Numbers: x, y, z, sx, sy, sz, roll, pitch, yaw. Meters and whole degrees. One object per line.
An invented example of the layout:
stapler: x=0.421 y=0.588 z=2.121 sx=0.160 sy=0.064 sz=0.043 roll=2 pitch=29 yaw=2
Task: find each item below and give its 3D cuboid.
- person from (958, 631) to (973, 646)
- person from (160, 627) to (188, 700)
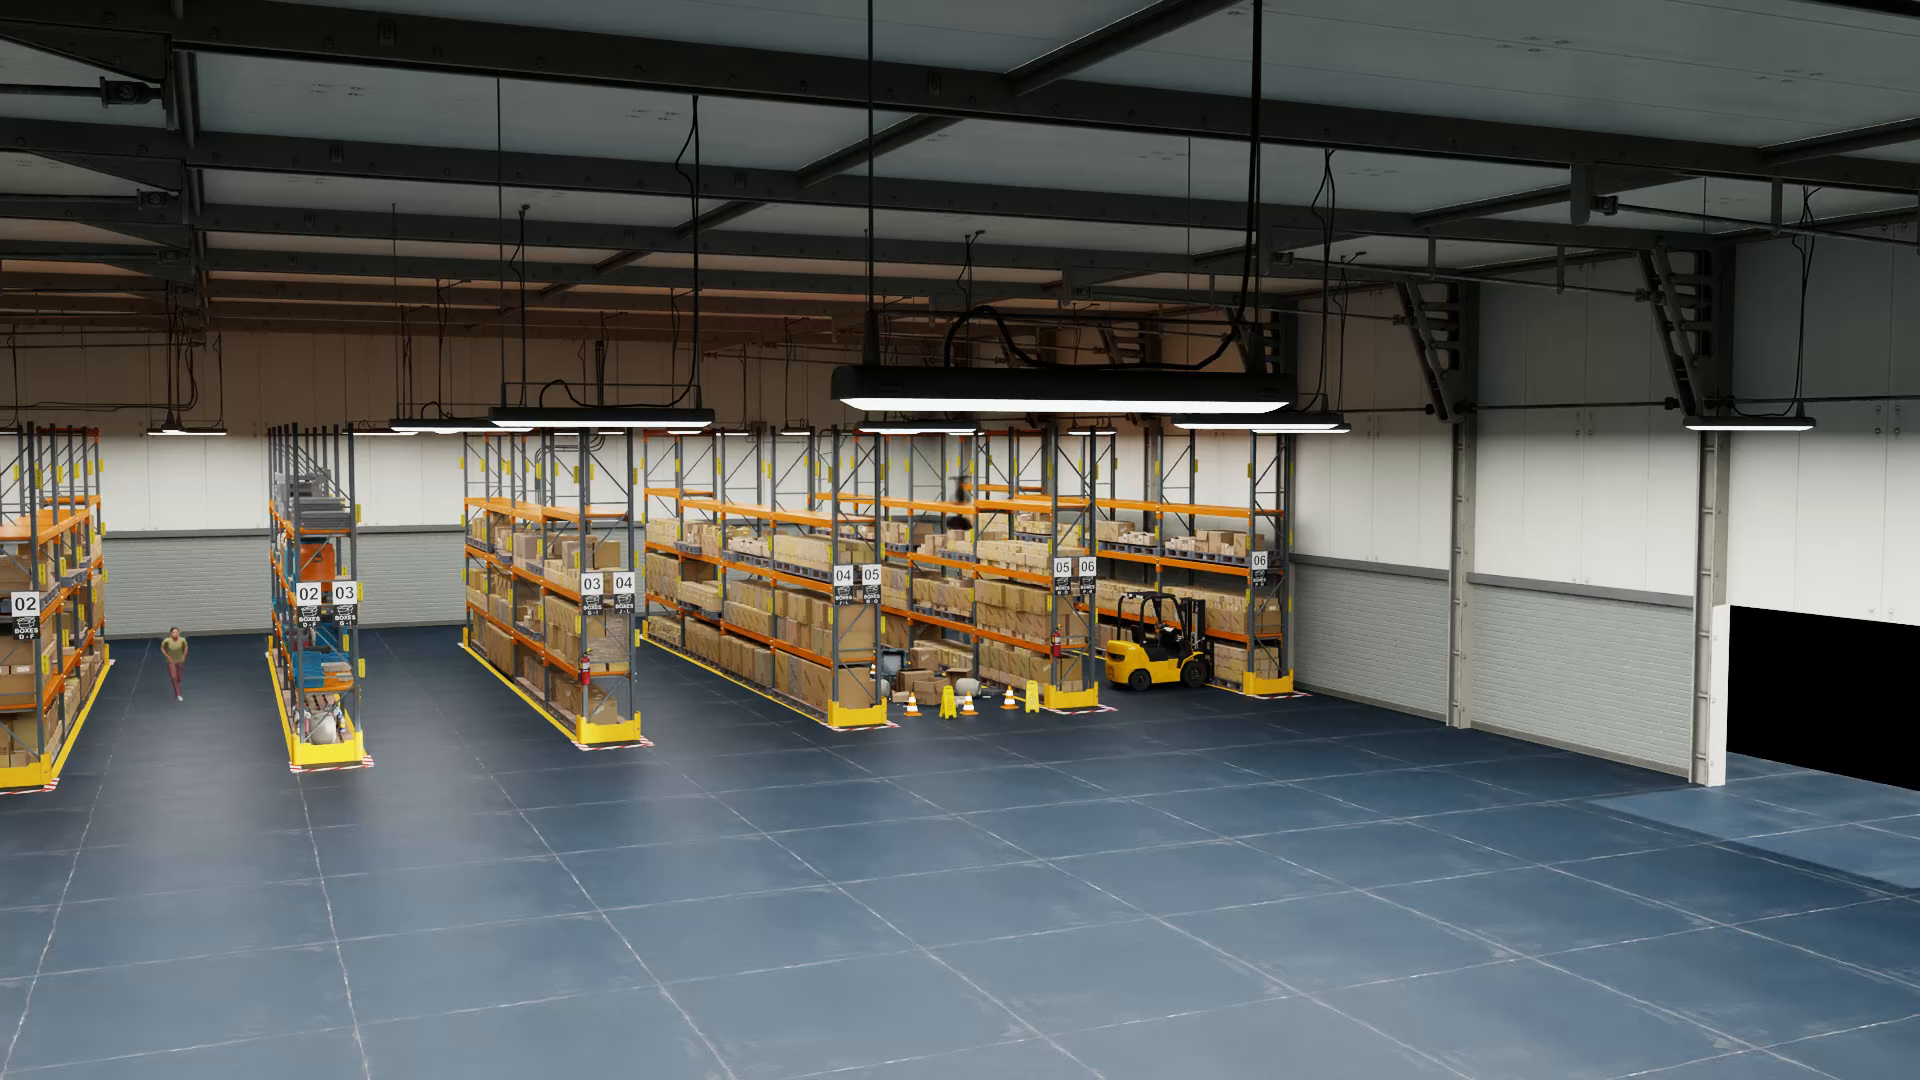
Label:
person: x=0.188 y=2.148 z=45.147 sx=0.581 sy=1.706 sz=0.826 roll=-2 pitch=4 yaw=-25
person: x=-17.306 y=2.695 z=36.630 sx=0.555 sy=1.617 sz=0.787 roll=-2 pitch=4 yaw=-29
